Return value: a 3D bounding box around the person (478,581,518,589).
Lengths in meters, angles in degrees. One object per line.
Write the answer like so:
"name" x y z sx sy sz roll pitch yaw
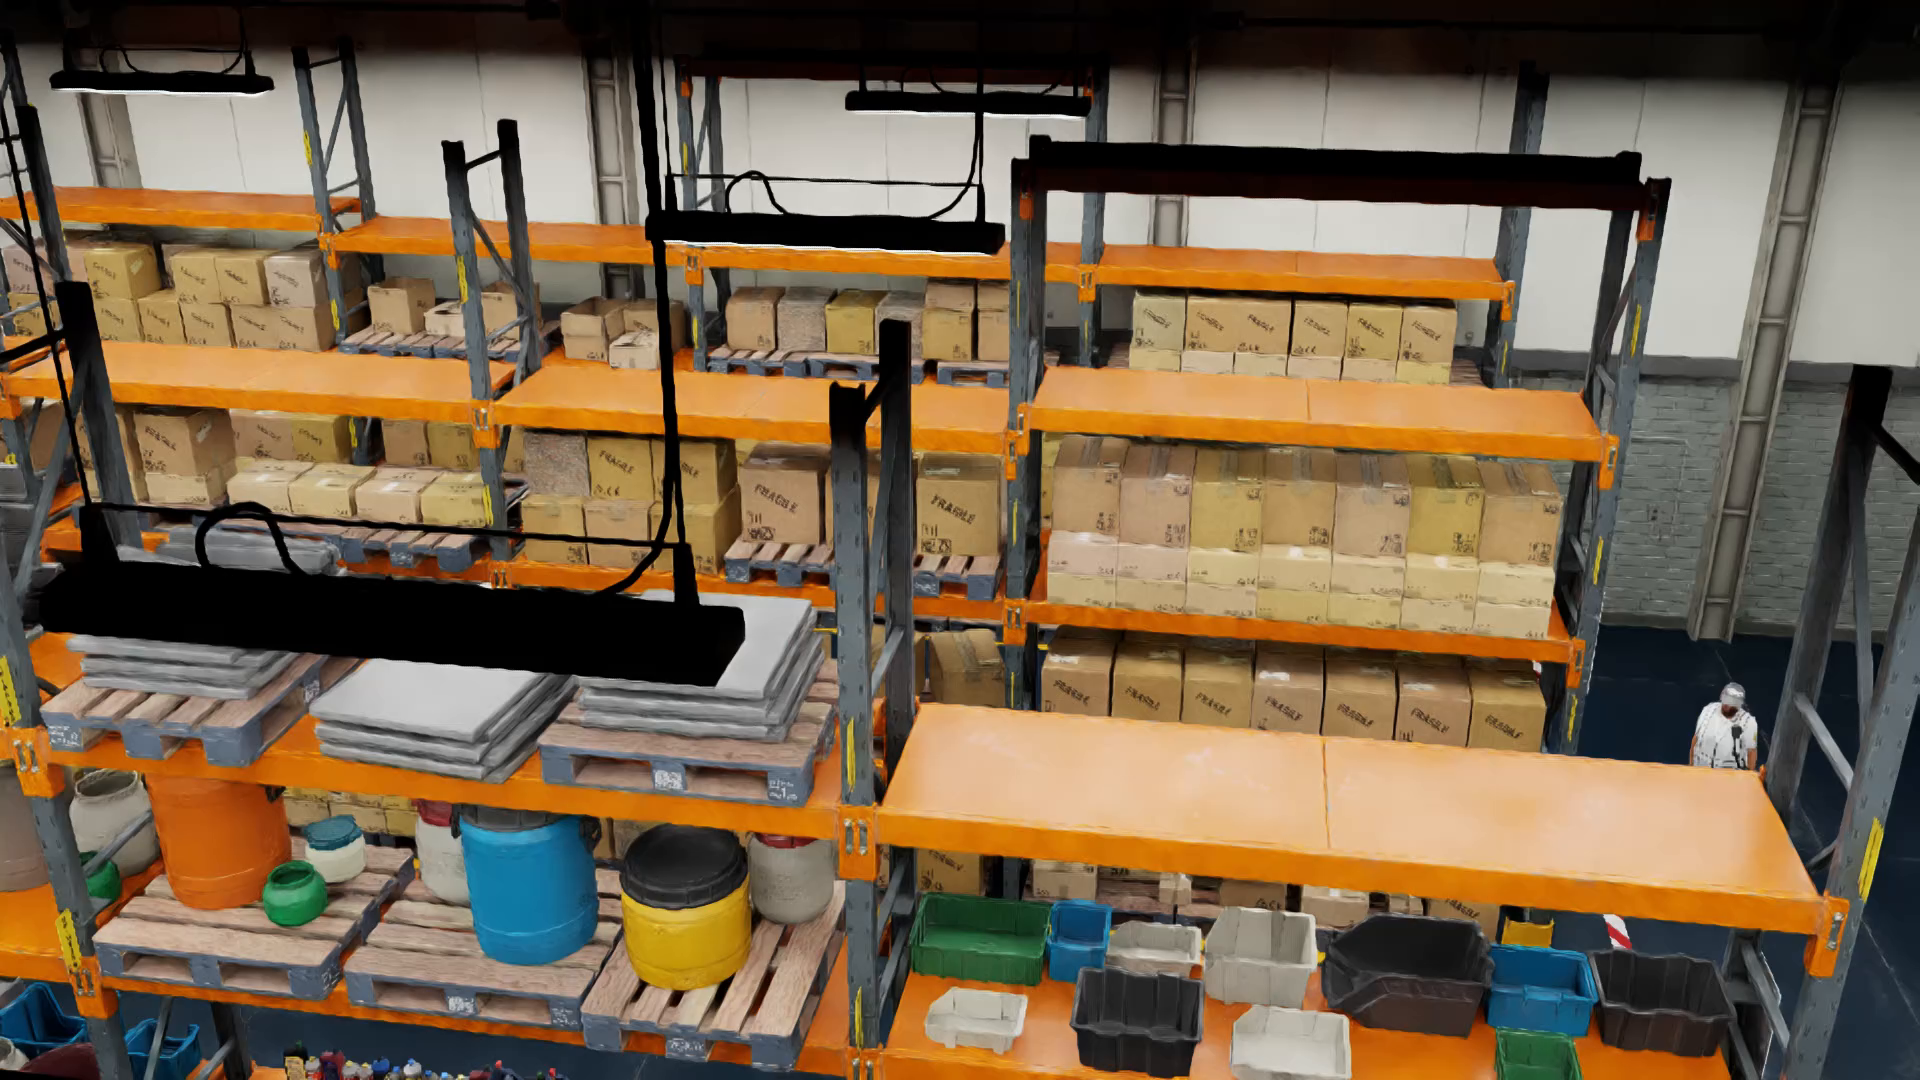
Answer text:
"person" -4.464 0.902 16.016 1.043 1.733 0.577 4 23 8

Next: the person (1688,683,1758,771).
"person" 6.283 1.928 13.687 0.560 1.651 0.733 -21 31 -40
